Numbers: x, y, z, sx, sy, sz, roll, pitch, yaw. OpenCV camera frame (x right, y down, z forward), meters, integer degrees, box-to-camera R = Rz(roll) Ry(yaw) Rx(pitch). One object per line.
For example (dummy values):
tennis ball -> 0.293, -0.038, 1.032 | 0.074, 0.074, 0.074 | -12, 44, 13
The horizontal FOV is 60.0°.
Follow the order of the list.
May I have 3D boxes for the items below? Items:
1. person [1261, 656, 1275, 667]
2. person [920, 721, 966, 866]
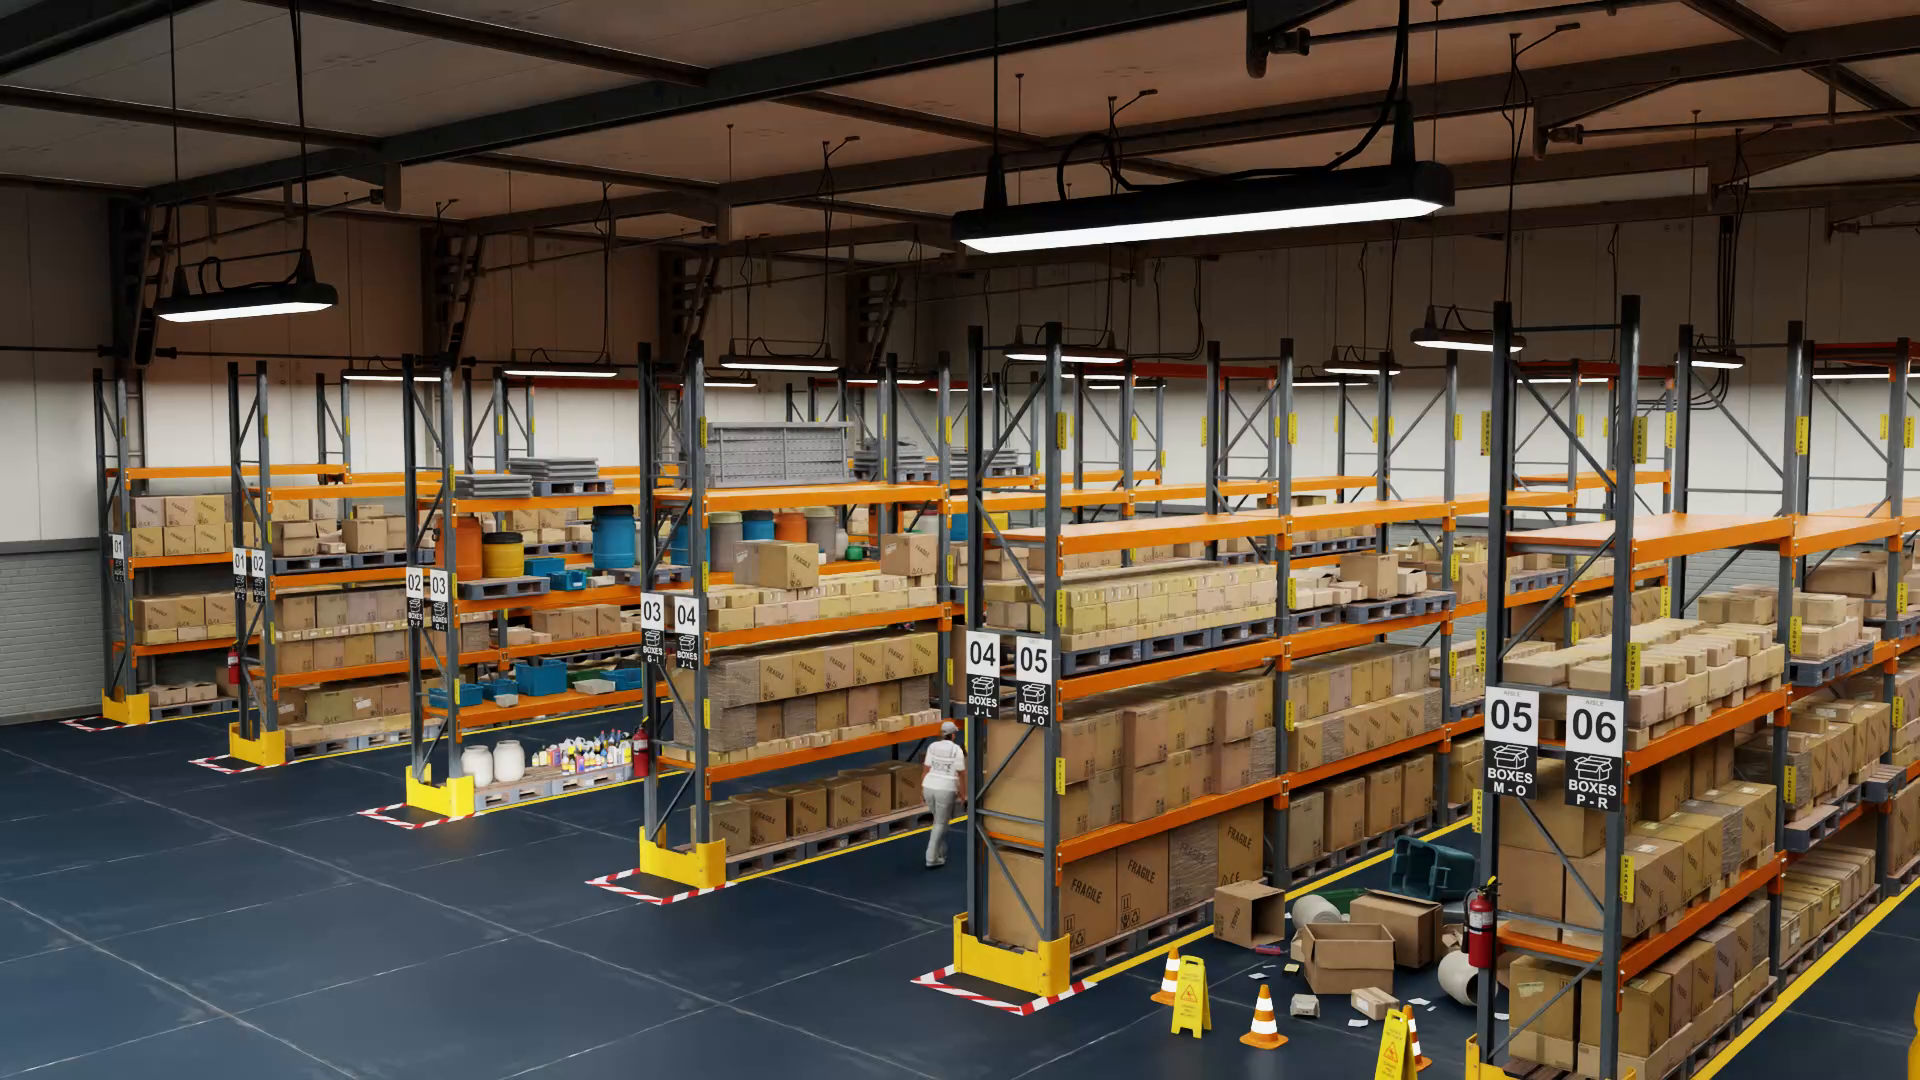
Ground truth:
person -> 4.605, 2.489, 24.997 | 0.956, 1.633, 0.462 | -3, 5, -39
person -> -0.201, 2.955, 19.220 | 0.507, 1.711, 0.606 | 3, 5, 38
